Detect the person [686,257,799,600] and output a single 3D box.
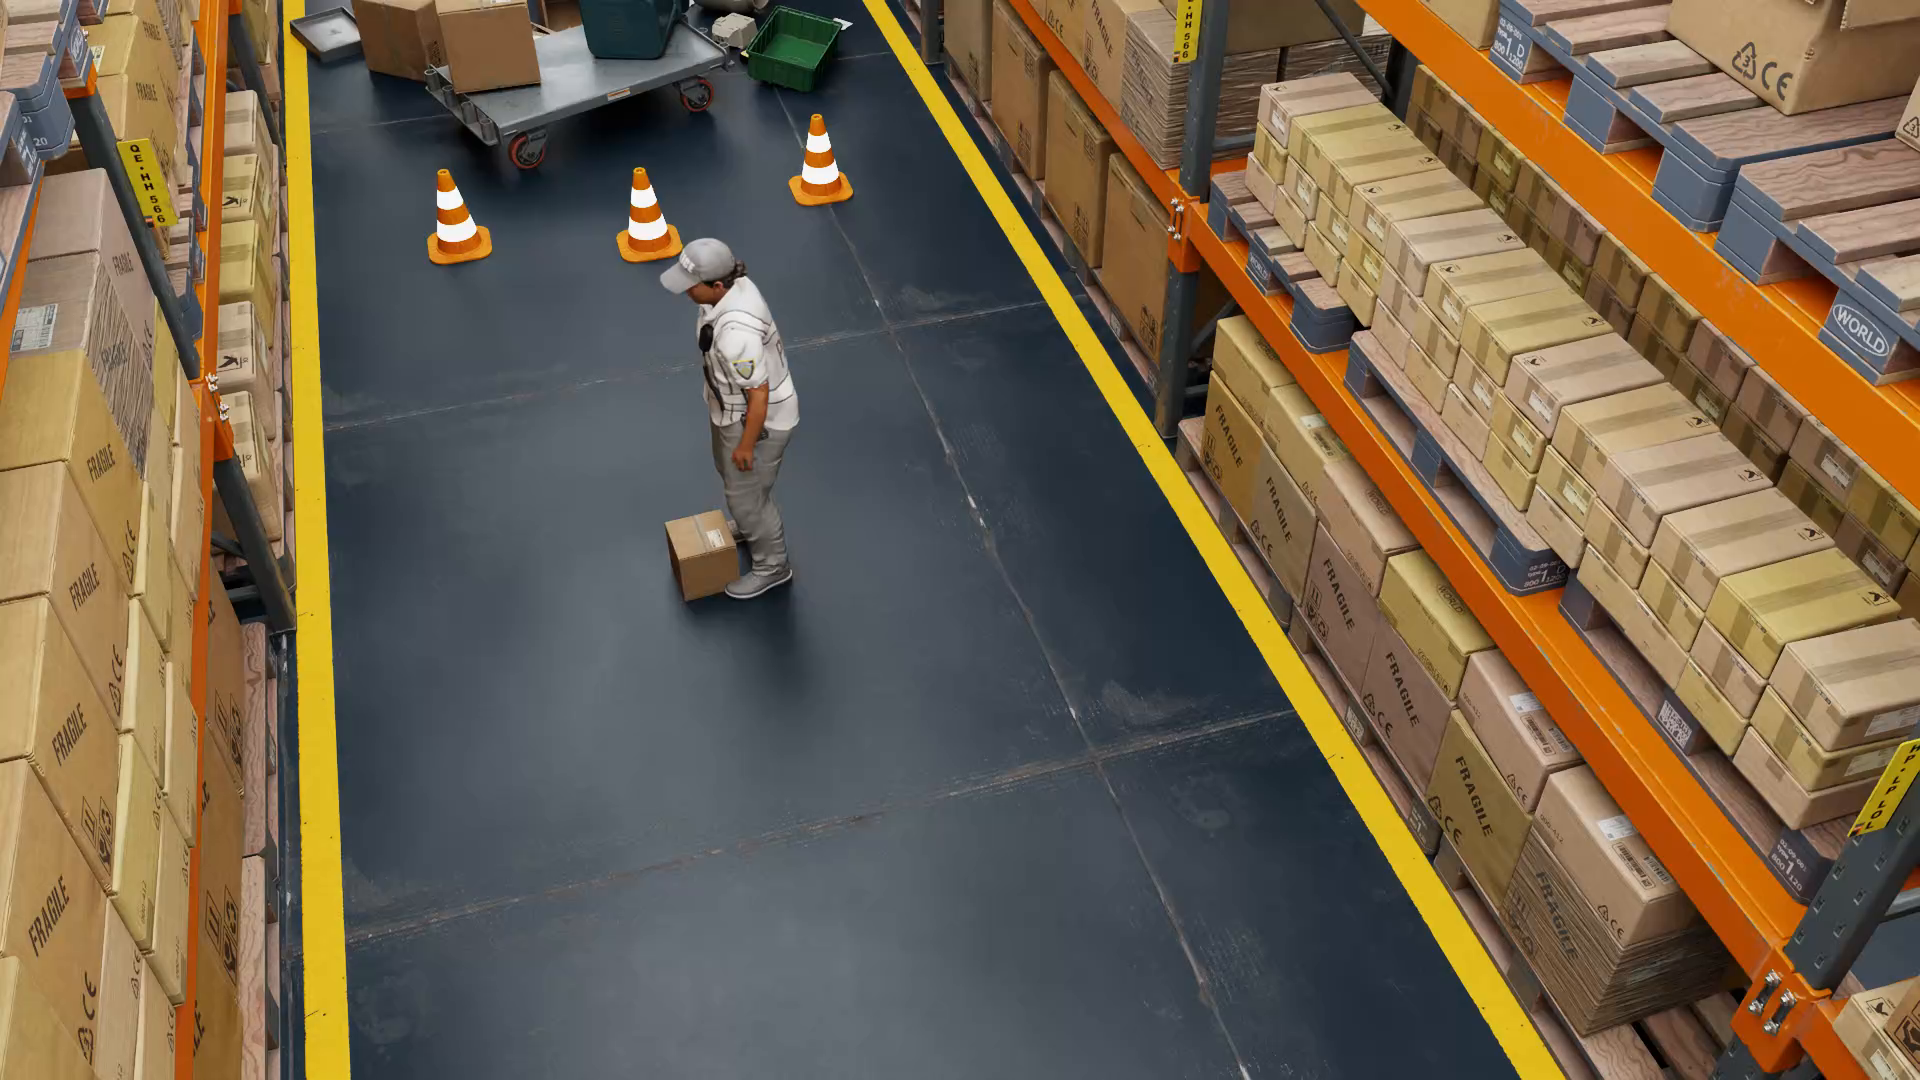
[{"bbox_3d":[0.727,-16.681,21.155,16.101,6.001,40.828,-12,44,-12],"label":"person"}]
